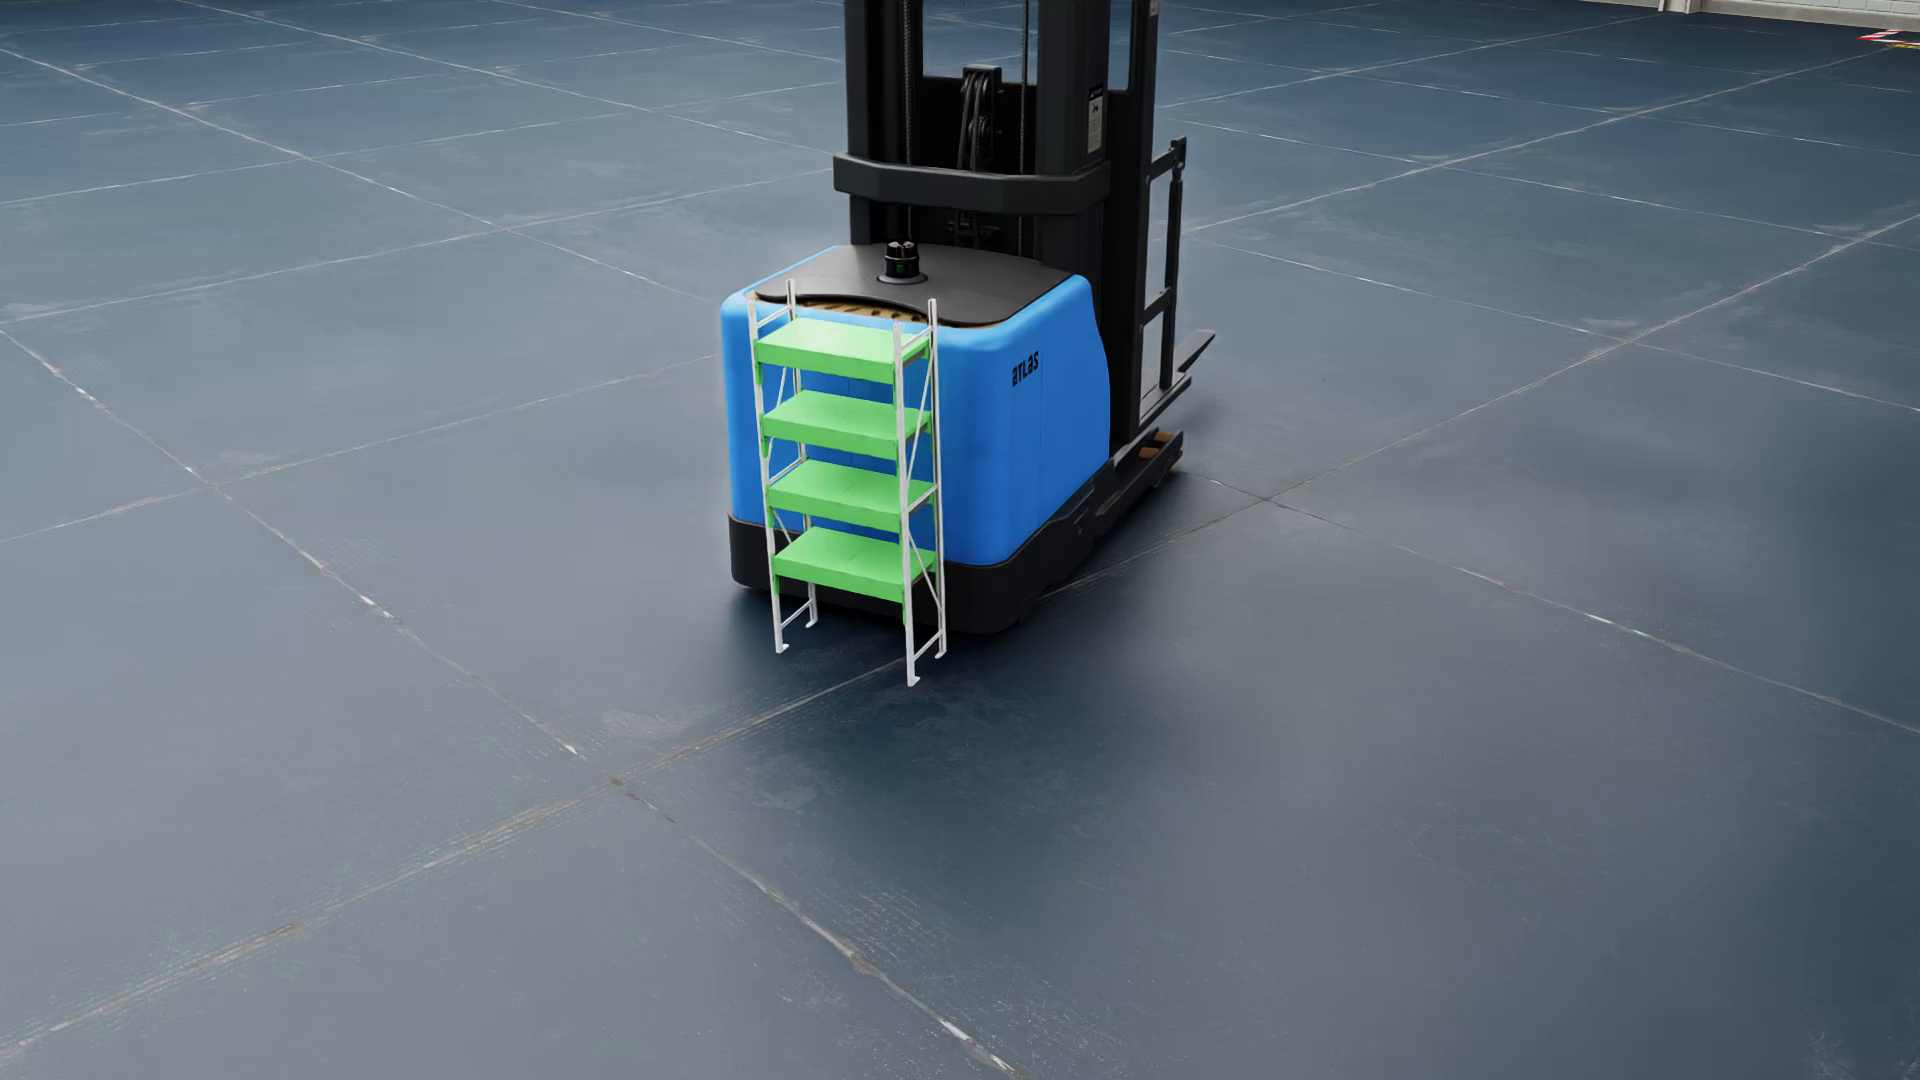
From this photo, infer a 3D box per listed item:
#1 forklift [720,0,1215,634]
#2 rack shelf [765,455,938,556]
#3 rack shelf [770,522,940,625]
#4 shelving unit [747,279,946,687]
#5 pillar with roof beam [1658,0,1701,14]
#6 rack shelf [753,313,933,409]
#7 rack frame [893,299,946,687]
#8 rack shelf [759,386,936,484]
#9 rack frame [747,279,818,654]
[{"bbox_3d":[0.274,-1.609,6.245,1.130,2.935,3.031,11,27,22],"label":"forklift"},{"bbox_3d":[-0.334,-0.111,5.187,0.480,0.148,0.258,12,30,24],"label":"rack shelf"},{"bbox_3d":[-0.329,0.102,5.296,0.480,0.148,0.258,12,30,24],"label":"rack shelf"},{"bbox_3d":[-0.336,-0.168,5.158,0.503,1.200,0.258,12,30,24],"label":"shelving unit"},{"bbox_3d":[5.787,-9.442,16.104,9.100,9.000,0.400,-21,32,-38],"label":"pillar with roof beam"},{"bbox_3d":[-0.345,-0.539,4.970,0.480,0.148,0.258,12,30,24],"label":"rack shelf"},{"bbox_3d":[-0.117,-0.123,5.059,0.015,1.200,0.240,12,30,24],"label":"rack frame"},{"bbox_3d":[-0.340,-0.325,5.079,0.480,0.148,0.258,12,30,24],"label":"rack shelf"},{"bbox_3d":[-0.554,-0.213,5.258,0.015,1.200,0.240,12,30,24],"label":"rack frame"}]
